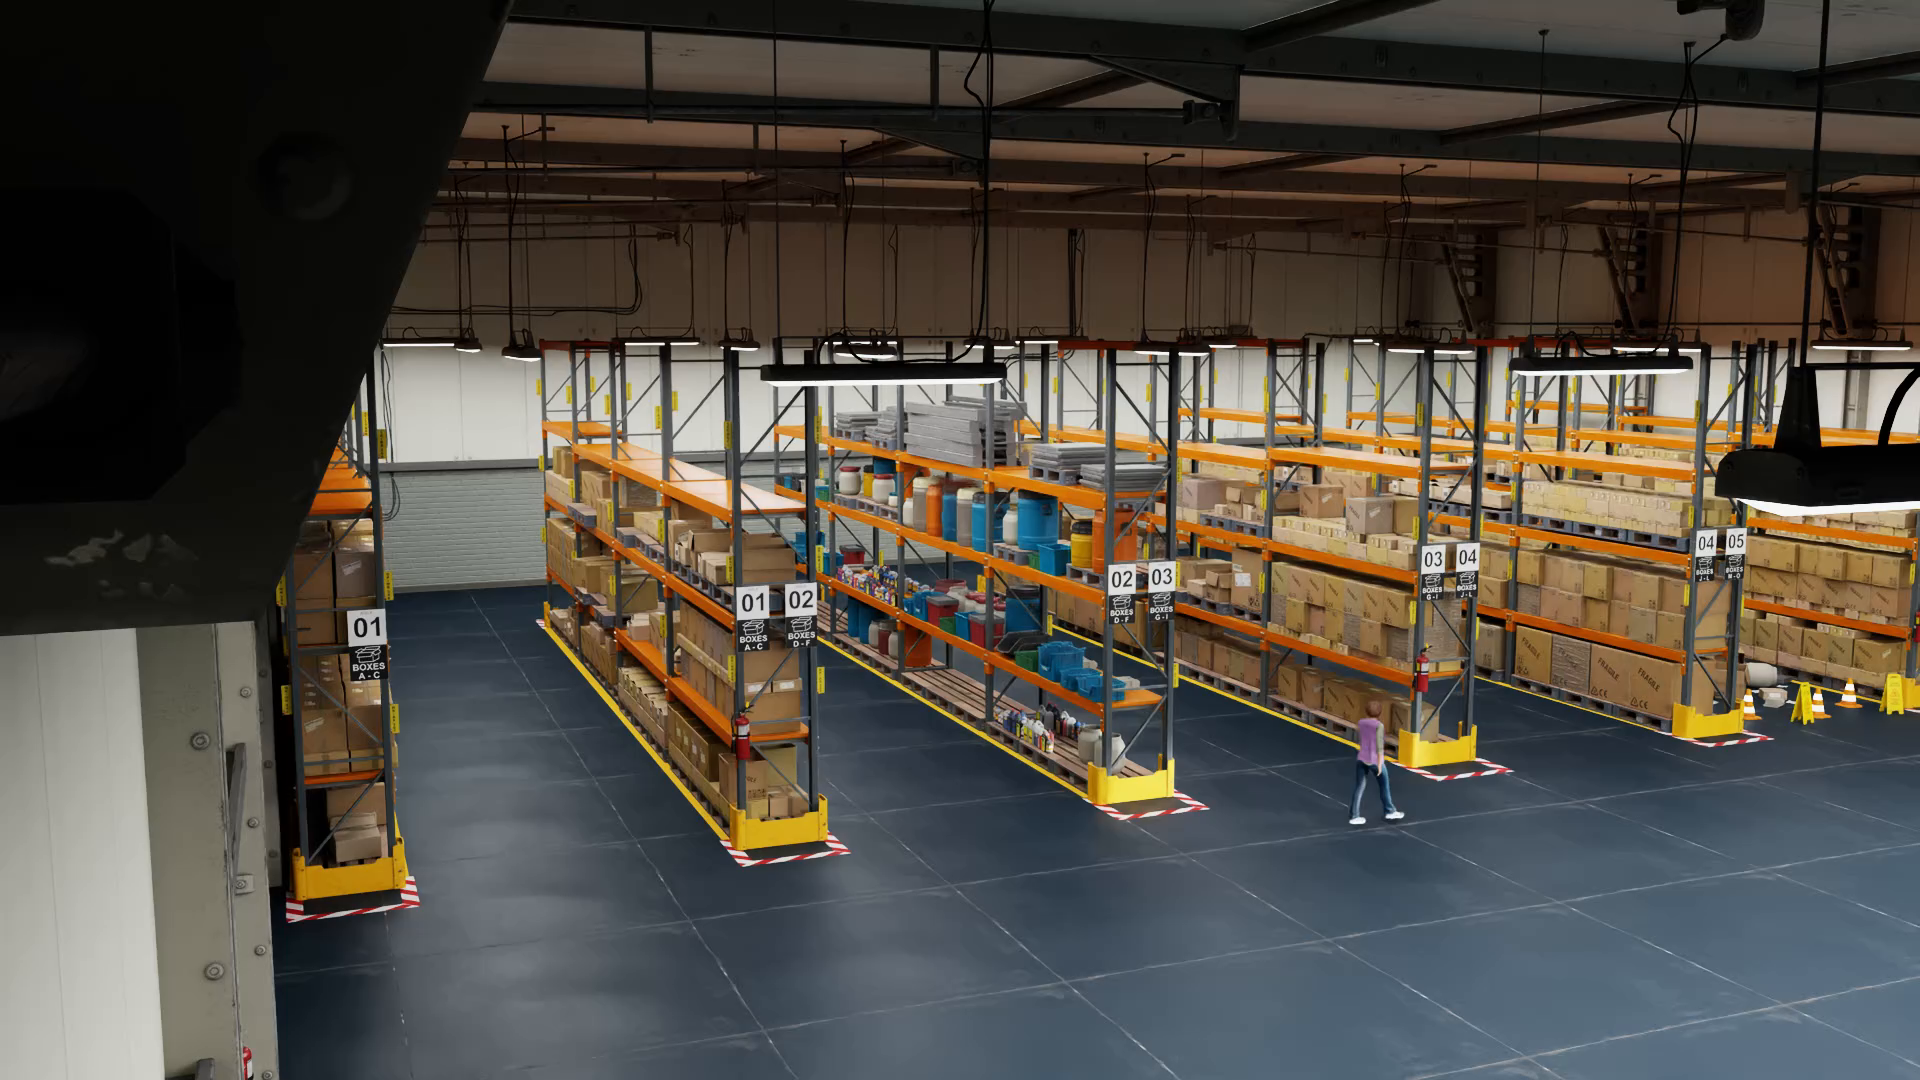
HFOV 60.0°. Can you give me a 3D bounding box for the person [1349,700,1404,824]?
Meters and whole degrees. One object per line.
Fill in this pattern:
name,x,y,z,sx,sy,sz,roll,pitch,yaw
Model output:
person,5.249,2.805,21.104,0.848,1.551,0.456,-7,10,-44
